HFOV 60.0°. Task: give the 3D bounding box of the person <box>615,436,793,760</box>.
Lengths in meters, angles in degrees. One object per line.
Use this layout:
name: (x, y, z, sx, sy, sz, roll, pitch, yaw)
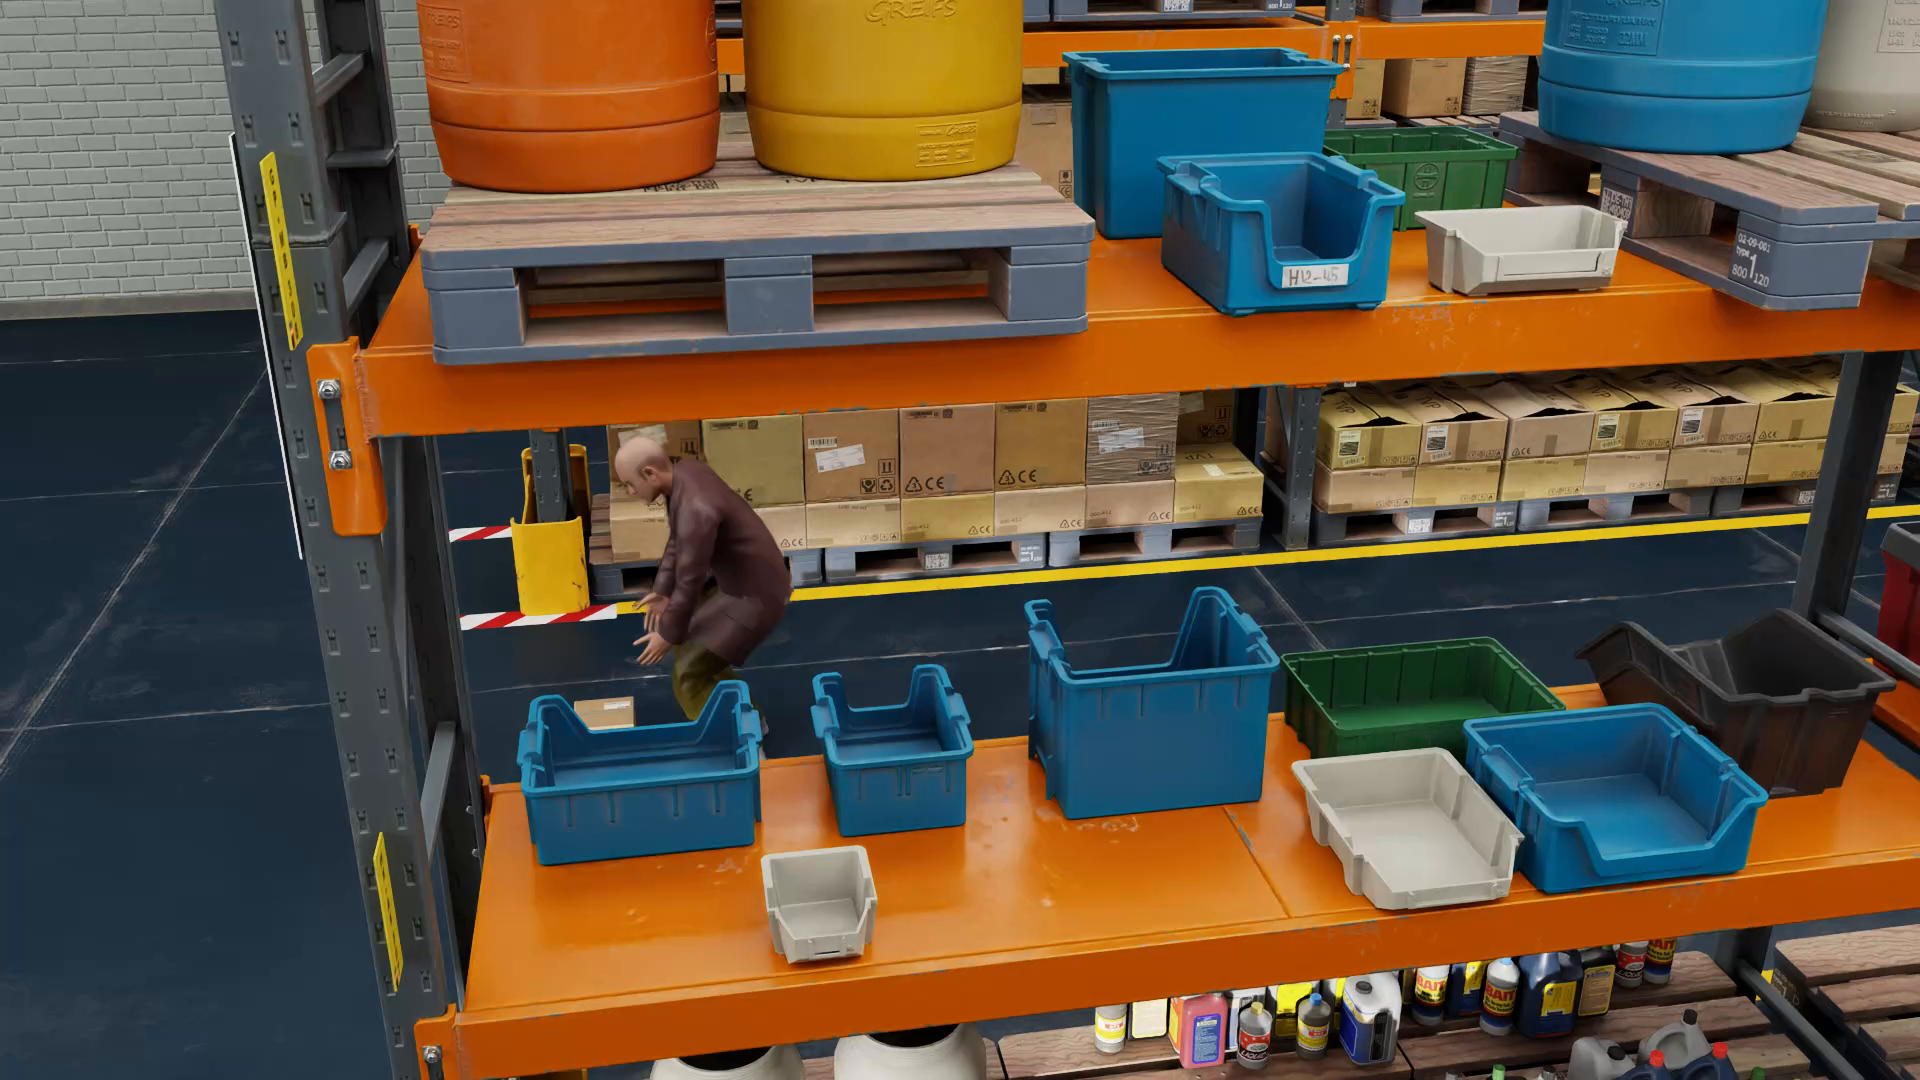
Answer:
person: (-1.034, 0.262, 6.899, 0.680, 1.470, 0.630, -4, 23, -10)
